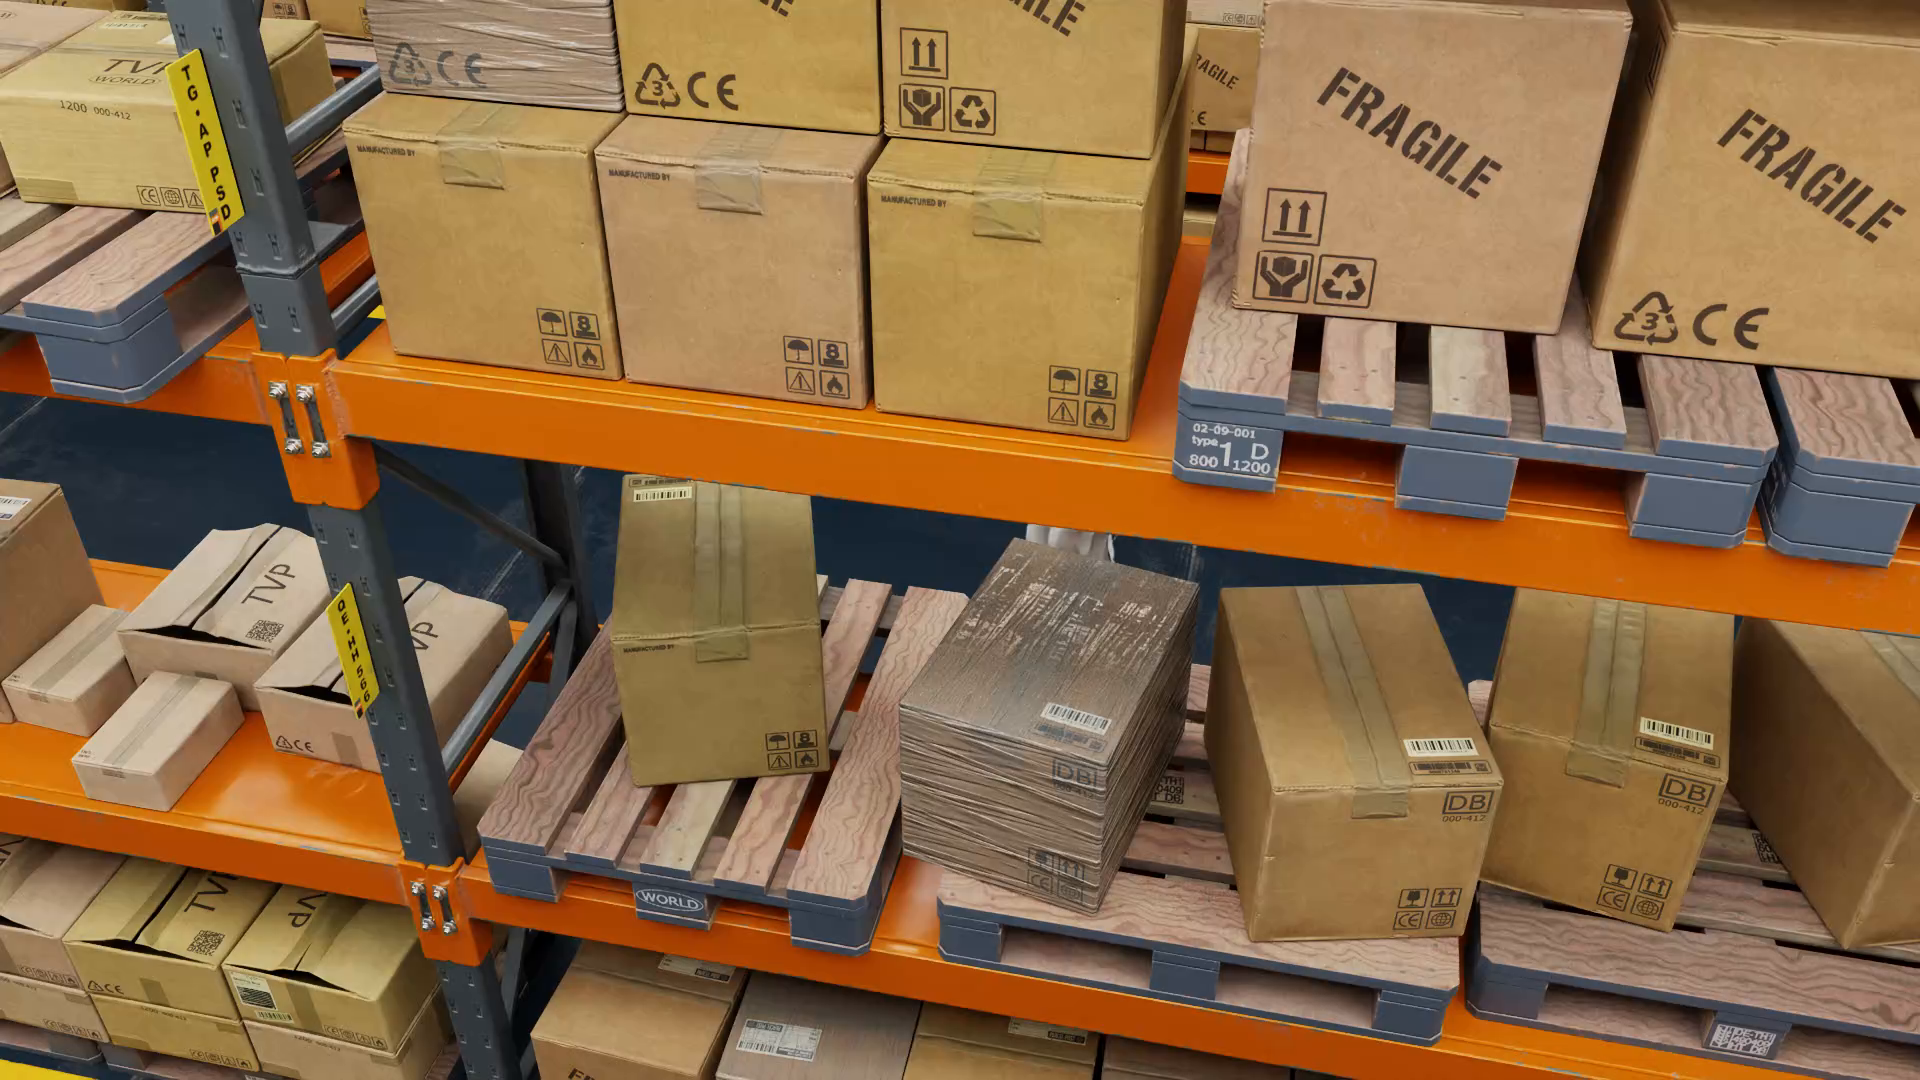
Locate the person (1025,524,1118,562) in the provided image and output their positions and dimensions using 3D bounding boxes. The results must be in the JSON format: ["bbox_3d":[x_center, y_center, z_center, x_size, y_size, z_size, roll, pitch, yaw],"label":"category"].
[{"bbox_3d":[0.438,0.220,5.859,0.427,1.773,0.643,8,37,10],"label":"person"}]
